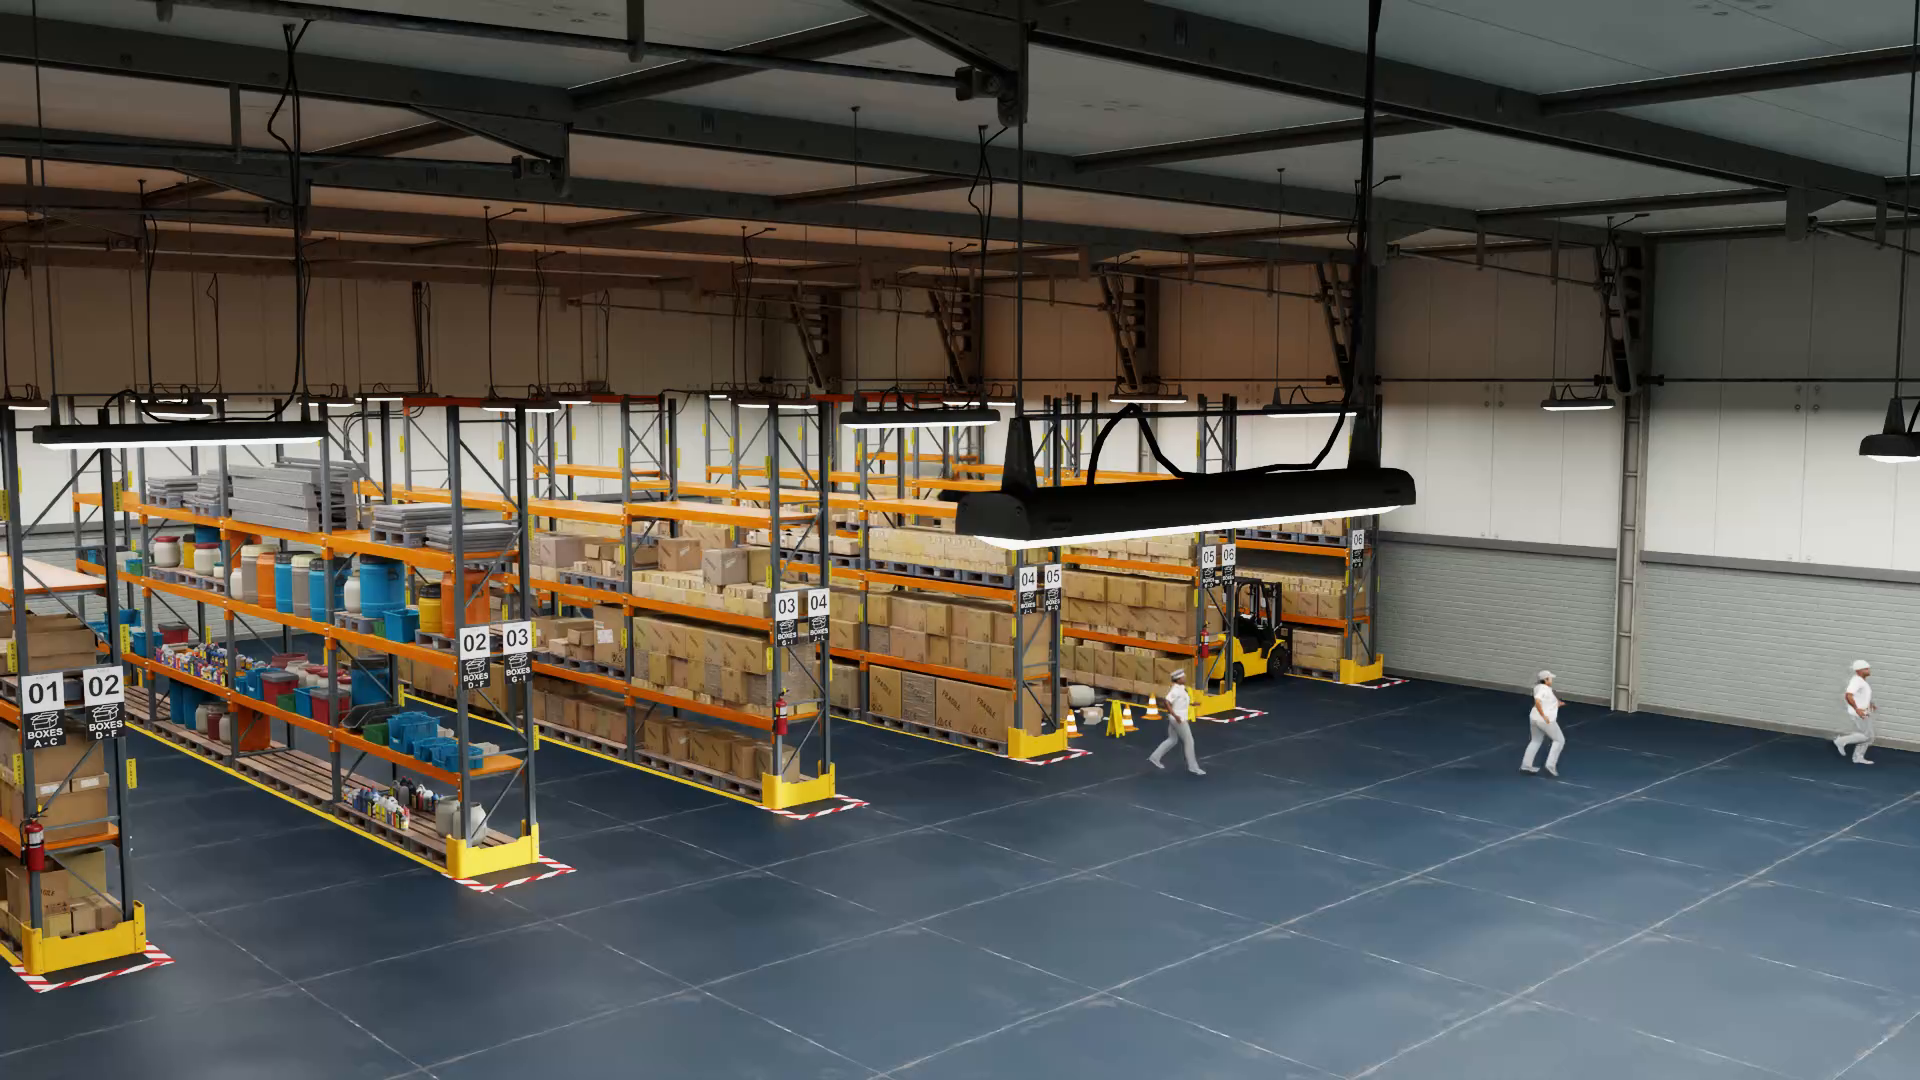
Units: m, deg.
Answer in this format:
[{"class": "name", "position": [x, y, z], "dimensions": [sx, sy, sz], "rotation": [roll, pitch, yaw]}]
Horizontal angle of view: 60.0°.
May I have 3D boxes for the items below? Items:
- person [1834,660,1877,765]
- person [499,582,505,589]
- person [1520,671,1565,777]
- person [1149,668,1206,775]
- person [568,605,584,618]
[{"class": "person", "position": [14.781, 2.835, 27.428], "dimensions": [0.603, 1.728, 0.722], "rotation": [3, 6, 31]}, {"class": "person", "position": [-10.490, 1.784, 38.143], "dimensions": [0.694, 1.770, 0.922], "rotation": [-4, 7, -34]}, {"class": "person", "position": [9.349, 2.941, 26.603], "dimensions": [0.669, 1.713, 0.583], "rotation": [-1, 6, -6]}, {"class": "person", "position": [3.488, 2.899, 26.621], "dimensions": [0.918, 1.693, 0.577], "rotation": [0, 6, 3]}, {"class": "person", "position": [-9.617, 1.445, 41.458], "dimensions": [0.661, 1.838, 0.790], "rotation": [5, 7, 42]}]
